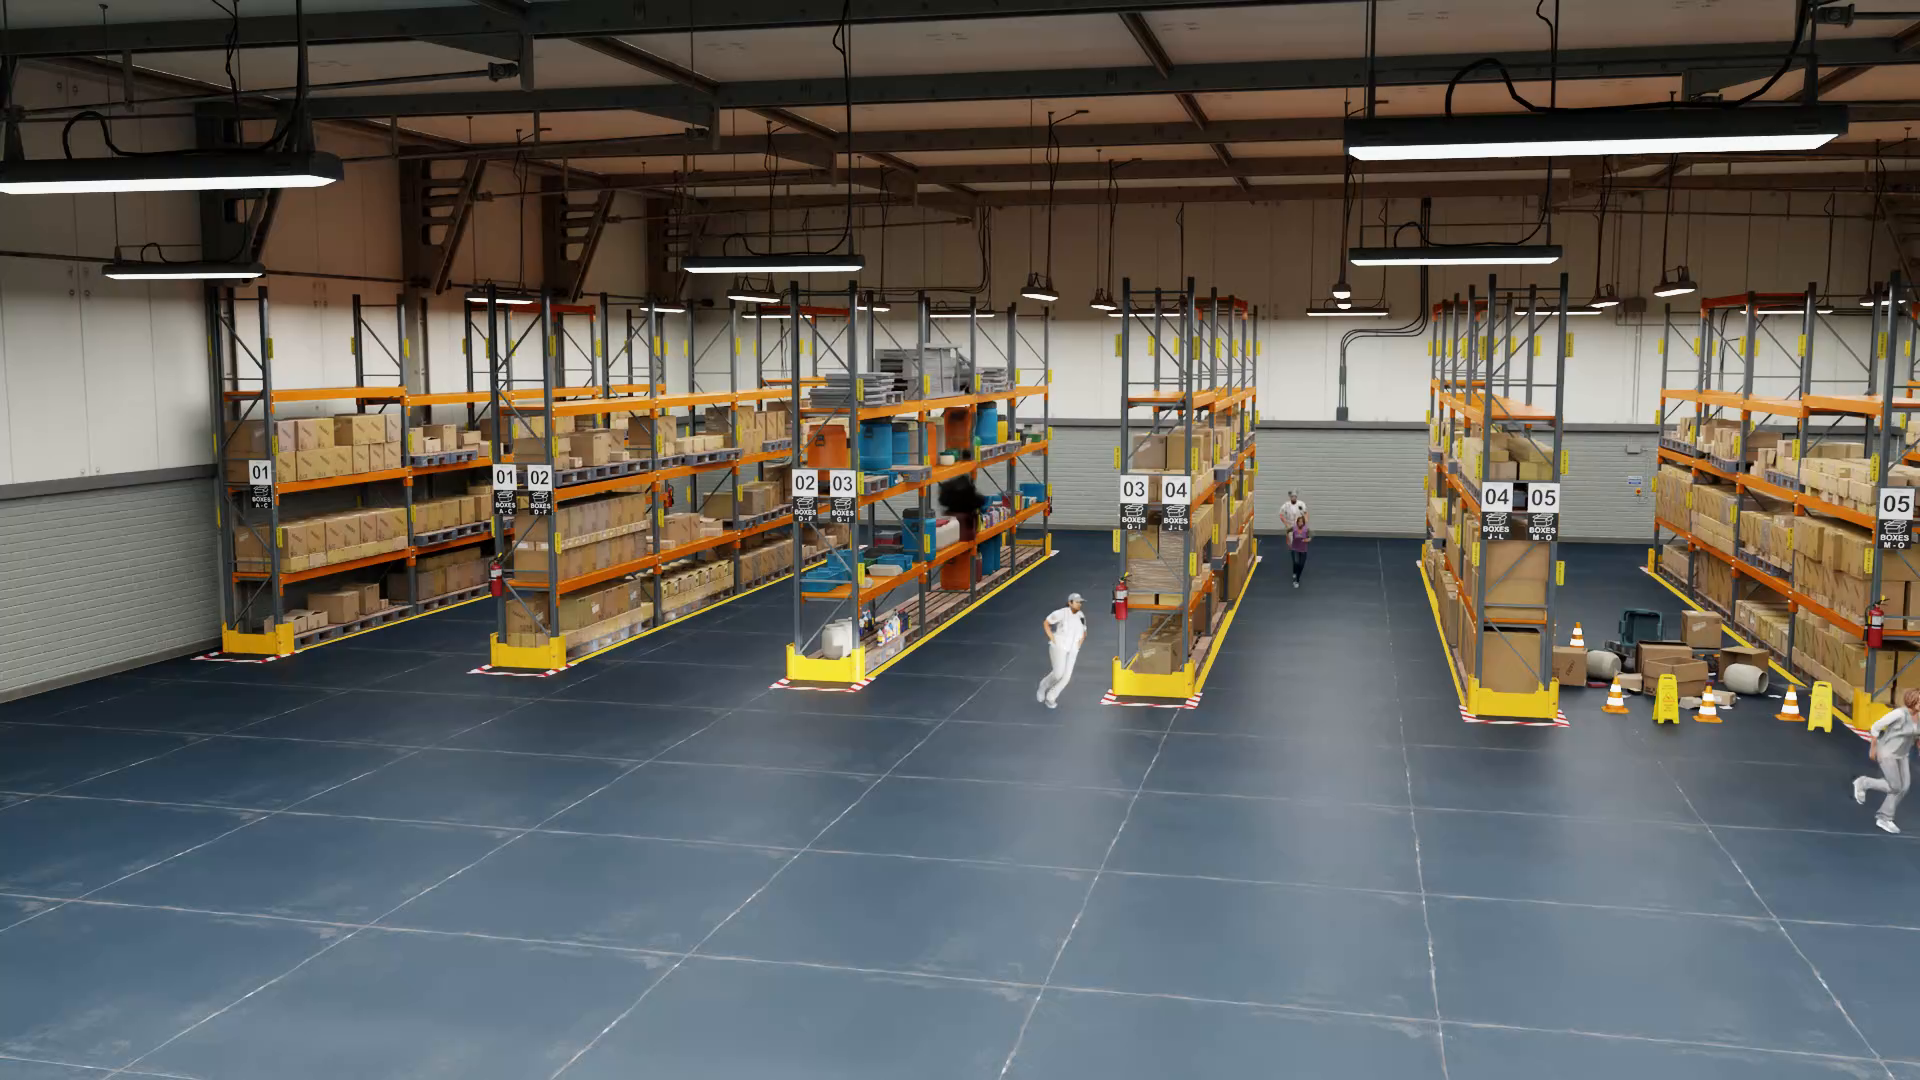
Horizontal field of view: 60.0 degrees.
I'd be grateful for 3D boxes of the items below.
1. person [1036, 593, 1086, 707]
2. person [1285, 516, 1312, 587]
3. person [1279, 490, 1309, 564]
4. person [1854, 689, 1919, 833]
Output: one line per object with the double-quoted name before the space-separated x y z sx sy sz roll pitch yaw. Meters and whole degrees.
"person" 1.475 1.539 23.380 0.693 1.596 0.554 -4 7 -29
"person" 7.078 0.251 34.783 0.524 1.524 0.739 0 7 3
"person" 7.811 -0.316 38.941 0.677 1.743 0.608 1 7 11
"person" 9.733 2.275 17.406 0.532 1.537 0.710 -4 7 -29
